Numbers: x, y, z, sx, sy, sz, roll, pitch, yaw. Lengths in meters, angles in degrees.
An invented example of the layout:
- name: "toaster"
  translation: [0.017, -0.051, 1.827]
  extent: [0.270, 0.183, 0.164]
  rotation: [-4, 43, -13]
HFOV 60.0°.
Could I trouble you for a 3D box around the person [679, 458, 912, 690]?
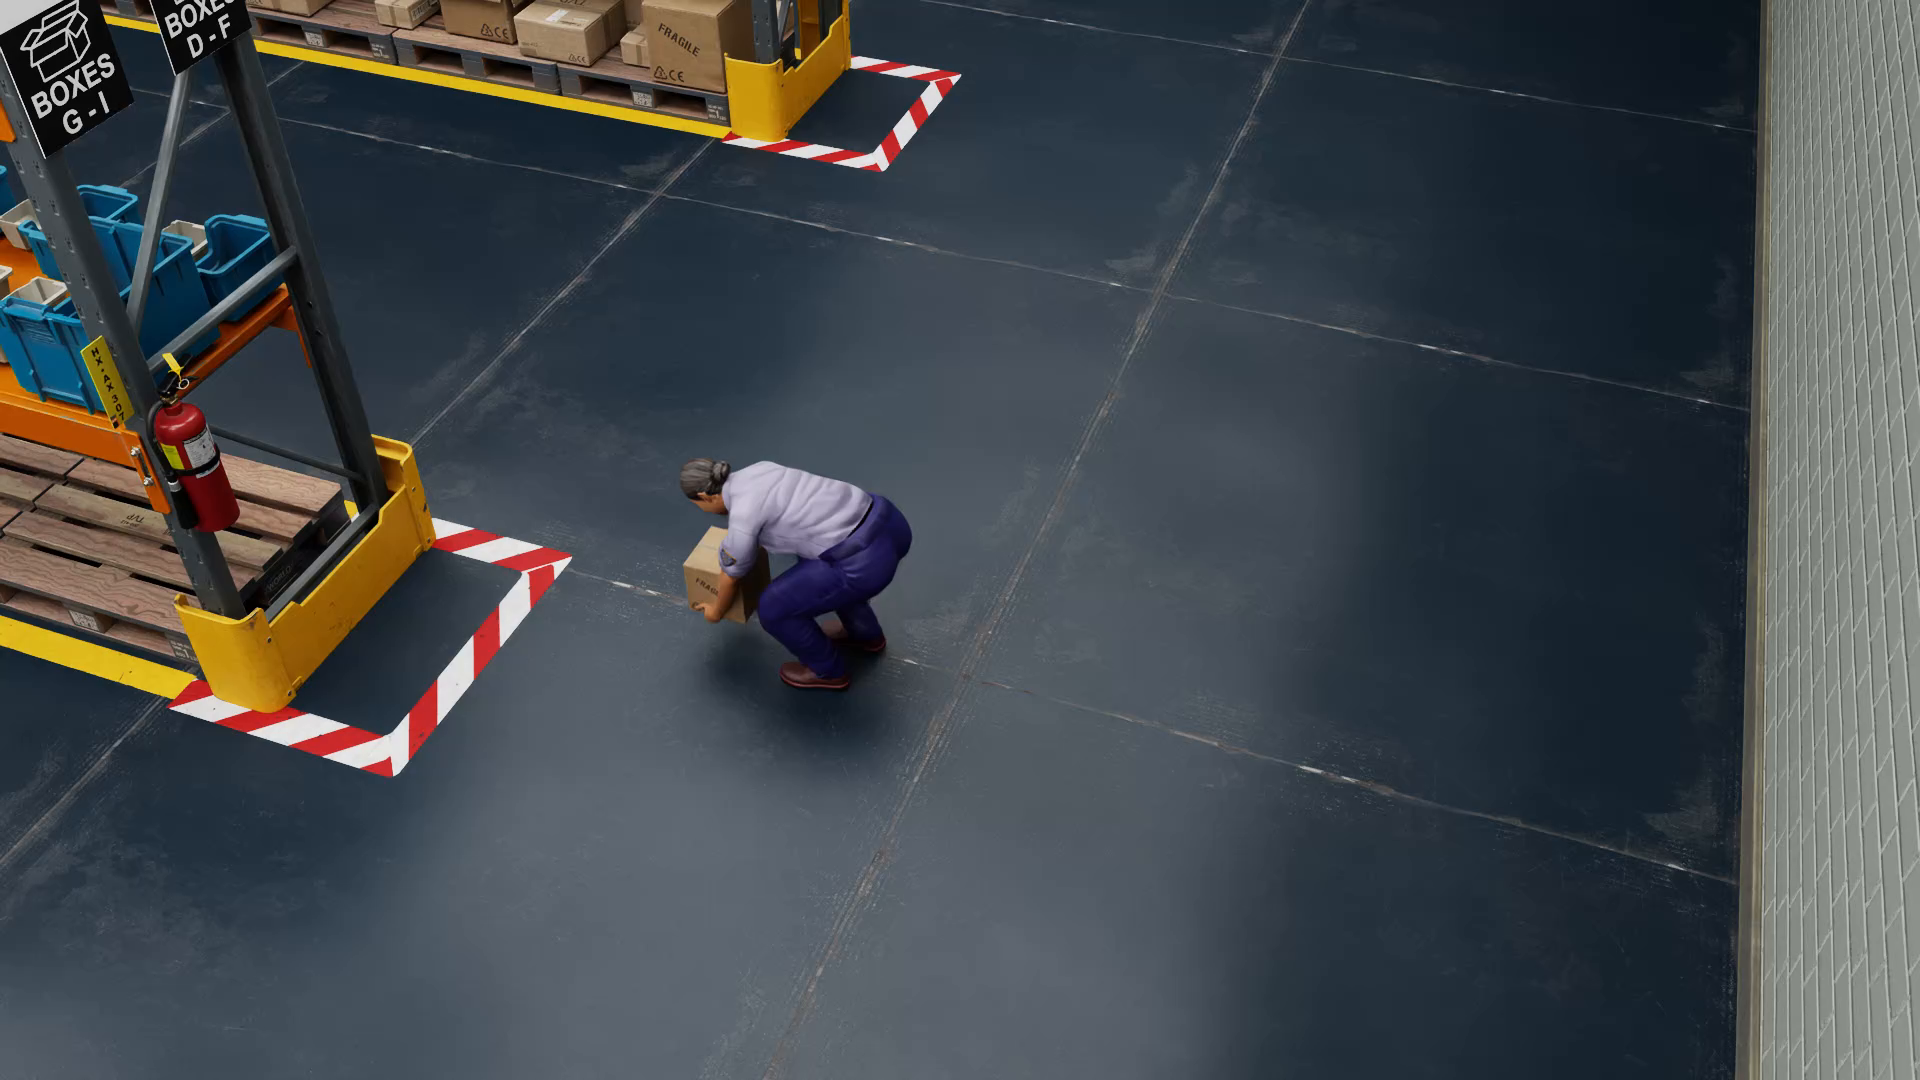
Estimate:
- name: "person"
  translation: [-0.639, 0.111, 6.554]
  extent: [0.891, 0.975, 0.507]
  rotation: [12, 43, 13]
